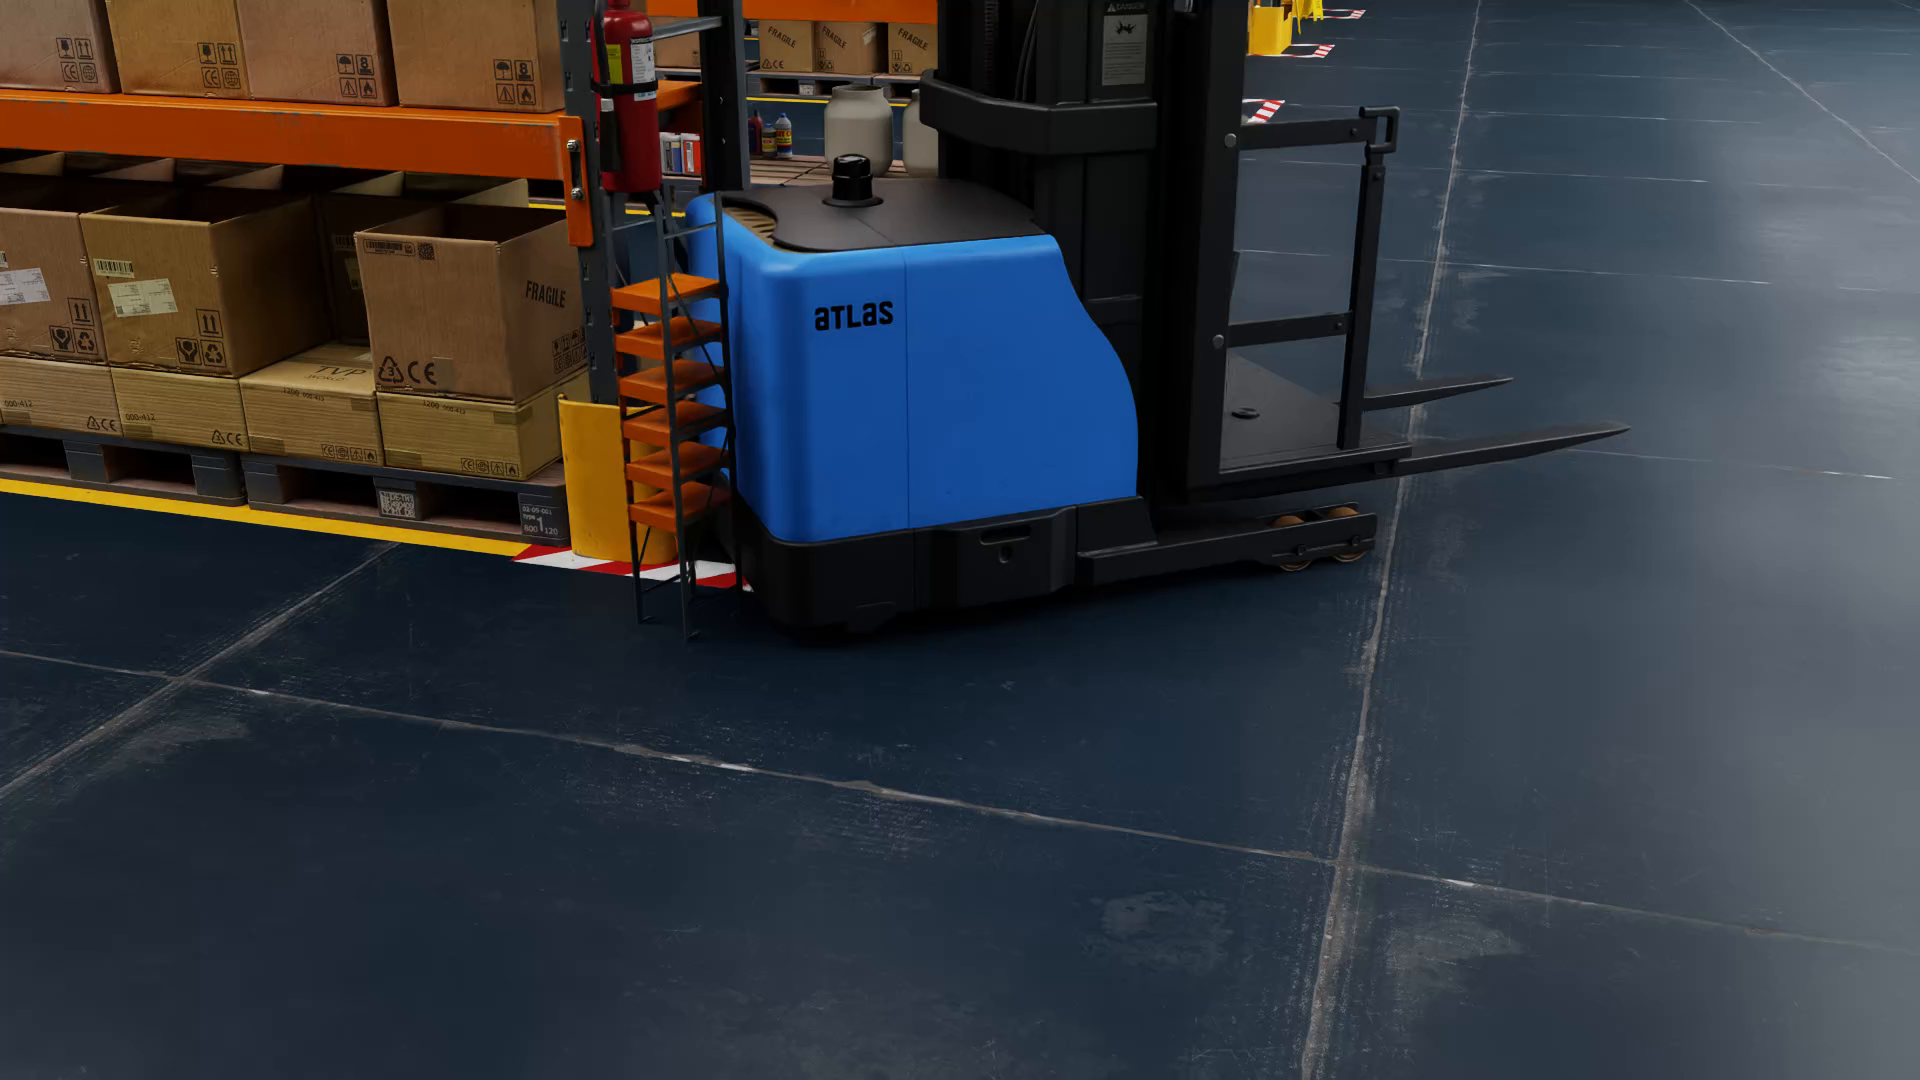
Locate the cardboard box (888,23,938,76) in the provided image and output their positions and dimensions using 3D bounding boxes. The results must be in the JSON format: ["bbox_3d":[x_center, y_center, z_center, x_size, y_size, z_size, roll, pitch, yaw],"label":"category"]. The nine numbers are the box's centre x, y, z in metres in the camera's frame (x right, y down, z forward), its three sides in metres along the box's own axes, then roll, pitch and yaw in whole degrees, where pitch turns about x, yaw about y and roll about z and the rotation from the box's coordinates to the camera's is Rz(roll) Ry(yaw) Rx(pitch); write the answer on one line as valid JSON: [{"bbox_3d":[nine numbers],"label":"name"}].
[{"bbox_3d":[-0.342,-4.455,14.919,0.500,0.500,0.500,4,23,11],"label":"cardboard box"}]

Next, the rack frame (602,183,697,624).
[{"bbox_3d":[-0.842,-0.356,4.555,0.006,1.200,0.240,15,27,32],"label":"rack frame"}]

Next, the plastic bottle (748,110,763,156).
[{"bbox_3d":[-1.340,-2.628,10.723,0.133,0.283,0.061,7,23,16],"label":"plastic bottle"}]

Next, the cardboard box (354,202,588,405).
[{"bbox_3d":[-1.516,-0.758,5.247,0.500,0.500,0.500,7,23,16],"label":"cardboard box"}]

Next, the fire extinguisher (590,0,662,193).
[{"bbox_3d":[-0.938,-1.321,4.639,0.183,0.674,0.296,7,23,16],"label":"fire extinguisher"}]

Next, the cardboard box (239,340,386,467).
[{"bbox_3d":[-1.998,-0.462,5.514,0.500,0.250,0.500,7,23,16],"label":"cardboard box"}]

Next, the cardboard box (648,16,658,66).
[{"bbox_3d":[-2.914,-4.757,15.628,0.500,0.500,0.700,6,23,15],"label":"cardboard box"}]

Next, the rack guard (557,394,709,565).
[{"bbox_3d":[-0.894,-0.379,5.535,0.348,0.500,1.175,7,23,16],"label":"rack guard"}]

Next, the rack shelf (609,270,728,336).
[{"bbox_3d":[-0.767,-0.628,4.387,0.180,0.103,0.258,15,27,32],"label":"rack shelf"}]

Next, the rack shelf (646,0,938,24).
[{"bbox_3d":[-1.397,-3.224,10.125,4.000,0.370,1.077,7,23,16],"label":"rack shelf"}]

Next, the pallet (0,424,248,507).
[{"bbox_3d":[-2.825,-0.451,6.091,1.213,0.211,1.003,7,23,15],"label":"pallet"}]

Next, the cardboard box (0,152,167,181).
[{"bbox_3d":[-3.284,-1.162,6.231,0.500,0.500,0.500,7,23,16],"label":"cardboard box"}]

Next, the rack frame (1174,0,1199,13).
[{"bbox_3d":[1.948,-5.137,13.841,0.127,3.000,1.000,7,23,16],"label":"rack frame"}]

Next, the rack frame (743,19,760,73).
[{"bbox_3d":[-1.881,-5.575,14.910,0.127,3.000,1.000,7,23,16],"label":"rack frame"}]

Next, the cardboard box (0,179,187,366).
[{"bbox_3d":[-2.956,-0.917,5.636,0.500,0.500,0.500,7,23,16],"label":"cardboard box"}]

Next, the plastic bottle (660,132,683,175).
[{"bbox_3d":[-1.734,-2.376,10.118,0.135,0.276,0.152,6,23,14],"label":"plastic bottle"}]

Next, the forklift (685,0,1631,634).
[{"bbox_3d":[0.737,-1.437,4.911,3.031,2.935,1.130,-9,24,-20],"label":"forklift"}]

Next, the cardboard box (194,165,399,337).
[{"bbox_3d":[-2.328,-1.051,5.962,0.500,0.500,0.500,7,23,16],"label":"cardboard box"}]

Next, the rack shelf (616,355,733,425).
[{"bbox_3d":[-0.767,-0.406,4.479,0.180,0.103,0.258,15,27,32],"label":"rack shelf"}]

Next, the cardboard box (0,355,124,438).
[{"bbox_3d":[-2.955,-0.572,5.781,0.500,0.250,0.500,7,23,16],"label":"cardboard box"}]

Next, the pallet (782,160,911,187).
[{"bbox_3d":[-0.345,-2.130,10.183,1.213,0.211,1.003,7,23,16],"label":"pallet"}]

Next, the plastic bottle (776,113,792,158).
[{"bbox_3d":[-1.128,-2.591,10.649,0.097,0.271,0.097,0,22,0],"label":"plastic bottle"}]

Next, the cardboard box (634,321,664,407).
[{"bbox_3d":[-1.366,-0.600,5.850,0.500,0.250,0.500,7,23,16],"label":"cardboard box"}]

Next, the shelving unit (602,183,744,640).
[{"bbox_3d":[-0.767,-0.336,4.507,0.189,1.200,0.258,15,27,32],"label":"shelving unit"}]

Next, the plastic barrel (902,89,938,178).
[{"bbox_3d":[-0.135,-2.425,9.954,0.421,0.512,0.421,0,22,0],"label":"plastic barrel"}]

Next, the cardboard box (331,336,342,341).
[{"bbox_3d":[-2.324,-0.708,6.114,0.500,0.250,0.500,7,23,16],"label":"cardboard box"}]

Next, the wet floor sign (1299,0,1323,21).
[{"bbox_3d":[4.684,-7.239,22.067,0.232,0.644,0.267,16,27,34],"label":"wet floor sign"}]

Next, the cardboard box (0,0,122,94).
[{"bbox_3d":[-2.843,-1.809,5.596,0.500,0.500,0.700,7,23,17],"label":"cardboard box"}]

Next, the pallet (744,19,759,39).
[{"bbox_3d":[-2.284,-6.267,20.269,1.213,0.211,1.003,7,23,16],"label":"pallet"}]

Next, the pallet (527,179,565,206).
[{"bbox_3d":[-2.681,-2.397,10.835,1.213,0.211,1.003,7,23,16],"label":"pallet"}]

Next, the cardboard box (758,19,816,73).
[{"bbox_3d":[-1.510,-4.555,15.162,0.500,0.500,0.500,6,23,14],"label":"cardboard box"}]

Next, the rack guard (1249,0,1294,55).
[{"bbox_3d":[3.501,-5.769,18.675,0.348,0.500,1.175,7,23,16],"label":"rack guard"}]

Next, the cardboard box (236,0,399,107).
[{"bbox_3d":[-1.864,-1.696,5.320,0.500,0.500,0.700,7,23,17],"label":"cardboard box"}]

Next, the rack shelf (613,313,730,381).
[{"bbox_3d":[-0.767,-0.517,4.433,0.180,0.103,0.258,15,27,32],"label":"rack shelf"}]

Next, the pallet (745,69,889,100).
[{"bbox_3d":[-1.228,-4.225,15.291,1.213,0.211,1.003,7,23,16],"label":"pallet"}]
